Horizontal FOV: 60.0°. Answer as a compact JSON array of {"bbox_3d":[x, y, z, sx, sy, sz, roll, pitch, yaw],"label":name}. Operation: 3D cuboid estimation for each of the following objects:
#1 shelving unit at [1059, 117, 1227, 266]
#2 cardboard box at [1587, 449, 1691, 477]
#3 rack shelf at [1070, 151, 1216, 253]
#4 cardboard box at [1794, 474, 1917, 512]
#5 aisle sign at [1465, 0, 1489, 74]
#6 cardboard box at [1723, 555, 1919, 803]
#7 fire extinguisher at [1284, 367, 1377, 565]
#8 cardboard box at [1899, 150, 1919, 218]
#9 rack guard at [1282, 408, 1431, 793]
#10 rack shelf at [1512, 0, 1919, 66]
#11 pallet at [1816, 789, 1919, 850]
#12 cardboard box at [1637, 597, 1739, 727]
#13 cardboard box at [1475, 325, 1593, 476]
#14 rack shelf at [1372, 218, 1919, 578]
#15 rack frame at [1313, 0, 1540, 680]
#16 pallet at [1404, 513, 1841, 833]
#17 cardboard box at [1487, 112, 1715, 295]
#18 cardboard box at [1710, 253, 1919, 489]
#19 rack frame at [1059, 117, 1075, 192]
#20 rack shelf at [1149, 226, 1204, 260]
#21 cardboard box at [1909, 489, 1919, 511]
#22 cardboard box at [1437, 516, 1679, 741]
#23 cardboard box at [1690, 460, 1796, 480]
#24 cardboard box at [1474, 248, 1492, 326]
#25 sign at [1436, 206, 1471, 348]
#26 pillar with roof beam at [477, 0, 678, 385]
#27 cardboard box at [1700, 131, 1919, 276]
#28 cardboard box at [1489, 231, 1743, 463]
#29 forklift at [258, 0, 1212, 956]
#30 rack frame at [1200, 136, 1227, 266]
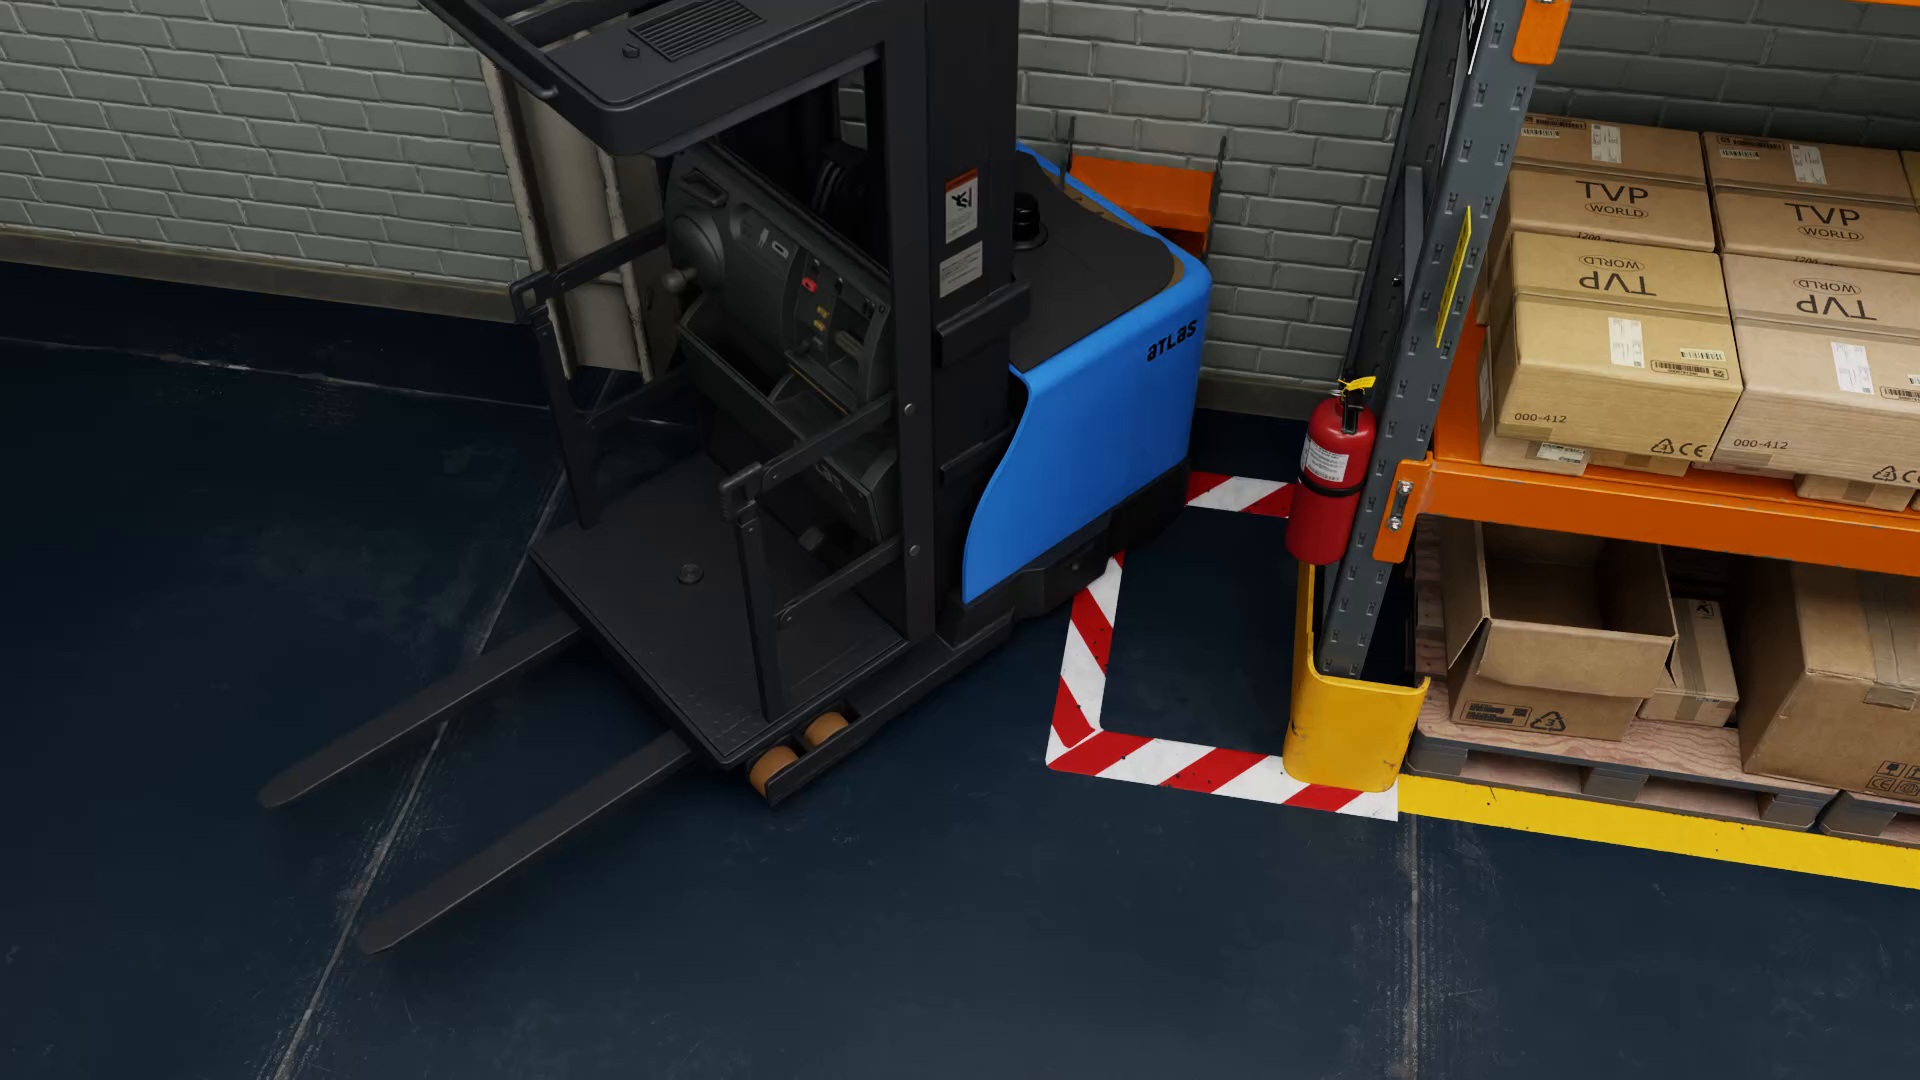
[{"bbox_3d":[0.563,-0.839,5.708,0.503,1.200,0.258,9,48,5],"label":"shelving unit"},{"bbox_3d":[1.717,-0.358,4.224,0.250,0.149,0.380,9,49,8],"label":"cardboard box"},{"bbox_3d":[0.578,-1.103,5.417,0.480,0.148,0.258,9,48,5],"label":"rack shelf"},{"bbox_3d":[2.220,-0.270,4.145,0.250,0.149,0.380,9,49,8],"label":"cardboard box"},{"bbox_3d":[1.064,-1.349,3.198,0.004,0.787,0.394,8,49,7],"label":"aisle sign"},{"bbox_3d":[2.603,0.301,4.861,0.500,0.500,0.700,9,49,8],"label":"cardboard box"},{"bbox_3d":[0.957,-0.217,4.231,0.183,0.674,0.296,8,49,7],"label":"fire extinguisher"},{"bbox_3d":[2.677,-0.731,4.291,0.500,0.250,0.500,9,49,8],"label":"cardboard box"},{"bbox_3d":[1.259,0.159,5.271,0.348,0.500,1.175,8,49,7],"label":"rack guard"},{"bbox_3d":[3.152,-1.184,3.264,4.000,0.370,1.077,8,49,7],"label":"rack shelf"},{"bbox_3d":[3.240,0.524,5.138,1.213,0.211,1.003,8,49,7],"label":"pallet"},{"bbox_3d":[2.180,0.361,5.043,0.250,0.149,0.380,6,48,5],"label":"cardboard box"},{"bbox_3d":[1.459,-0.358,4.224,0.250,0.149,0.380,7,48,7],"label":"cardboard box"},{"bbox_3d":[3.152,-0.181,4.380,4.000,0.370,1.077,8,49,7],"label":"rack shelf"},{"bbox_3d":[1.184,-0.686,4.350,0.127,3.000,1.000,8,49,7],"label":"rack frame"},{"bbox_3d":[2.043,0.361,5.284,1.213,0.211,1.003,8,49,7],"label":"pallet"},{"bbox_3d":[1.684,-0.869,4.415,0.500,0.250,0.500,9,49,8],"label":"cardboard box"},{"bbox_3d":[2.079,-0.412,4.004,0.500,0.250,0.500,8,49,7],"label":"cardboard box"},{"bbox_3d":[0.323,-0.876,5.729,0.015,1.200,0.240,9,48,5],"label":"rack frame"},{"bbox_3d":[0.569,-0.944,5.592,0.480,0.148,0.258,9,48,5],"label":"rack shelf"},{"bbox_3d":[2.482,-0.239,4.117,0.250,0.149,0.380,8,49,7],"label":"cardboard box"},{"bbox_3d":[1.769,0.158,4.987,0.637,0.503,0.797,6,48,5],"label":"cardboard box"},{"bbox_3d":[1.982,-0.349,4.216,0.250,0.149,0.380,7,48,6],"label":"cardboard box"},{"bbox_3d":[1.558,-0.755,4.581,0.250,0.149,0.380,7,48,6],"label":"cardboard box"},{"bbox_3d":[1.087,-0.578,3.671,0.005,0.325,0.100,8,49,7],"label":"sign"},{"bbox_3d":[-2.075,-0.557,0.200,0.400,9.000,9.100,8,49,7],"label":"pillar with roof beam"},{"bbox_3d":[2.191,-0.800,4.353,0.500,0.250,0.500,8,49,7],"label":"cardboard box"},{"bbox_3d":[1.582,-0.478,4.064,0.500,0.250,0.500,8,49,7],"label":"cardboard box"},{"bbox_3d":[-0.660,-0.639,4.354,3.031,2.935,1.130,-33,56,-26],"label":"forklift"},{"bbox_3d":[0.803,-0.803,5.688,0.015,1.200,0.240,9,48,5],"label":"rack frame"}]
